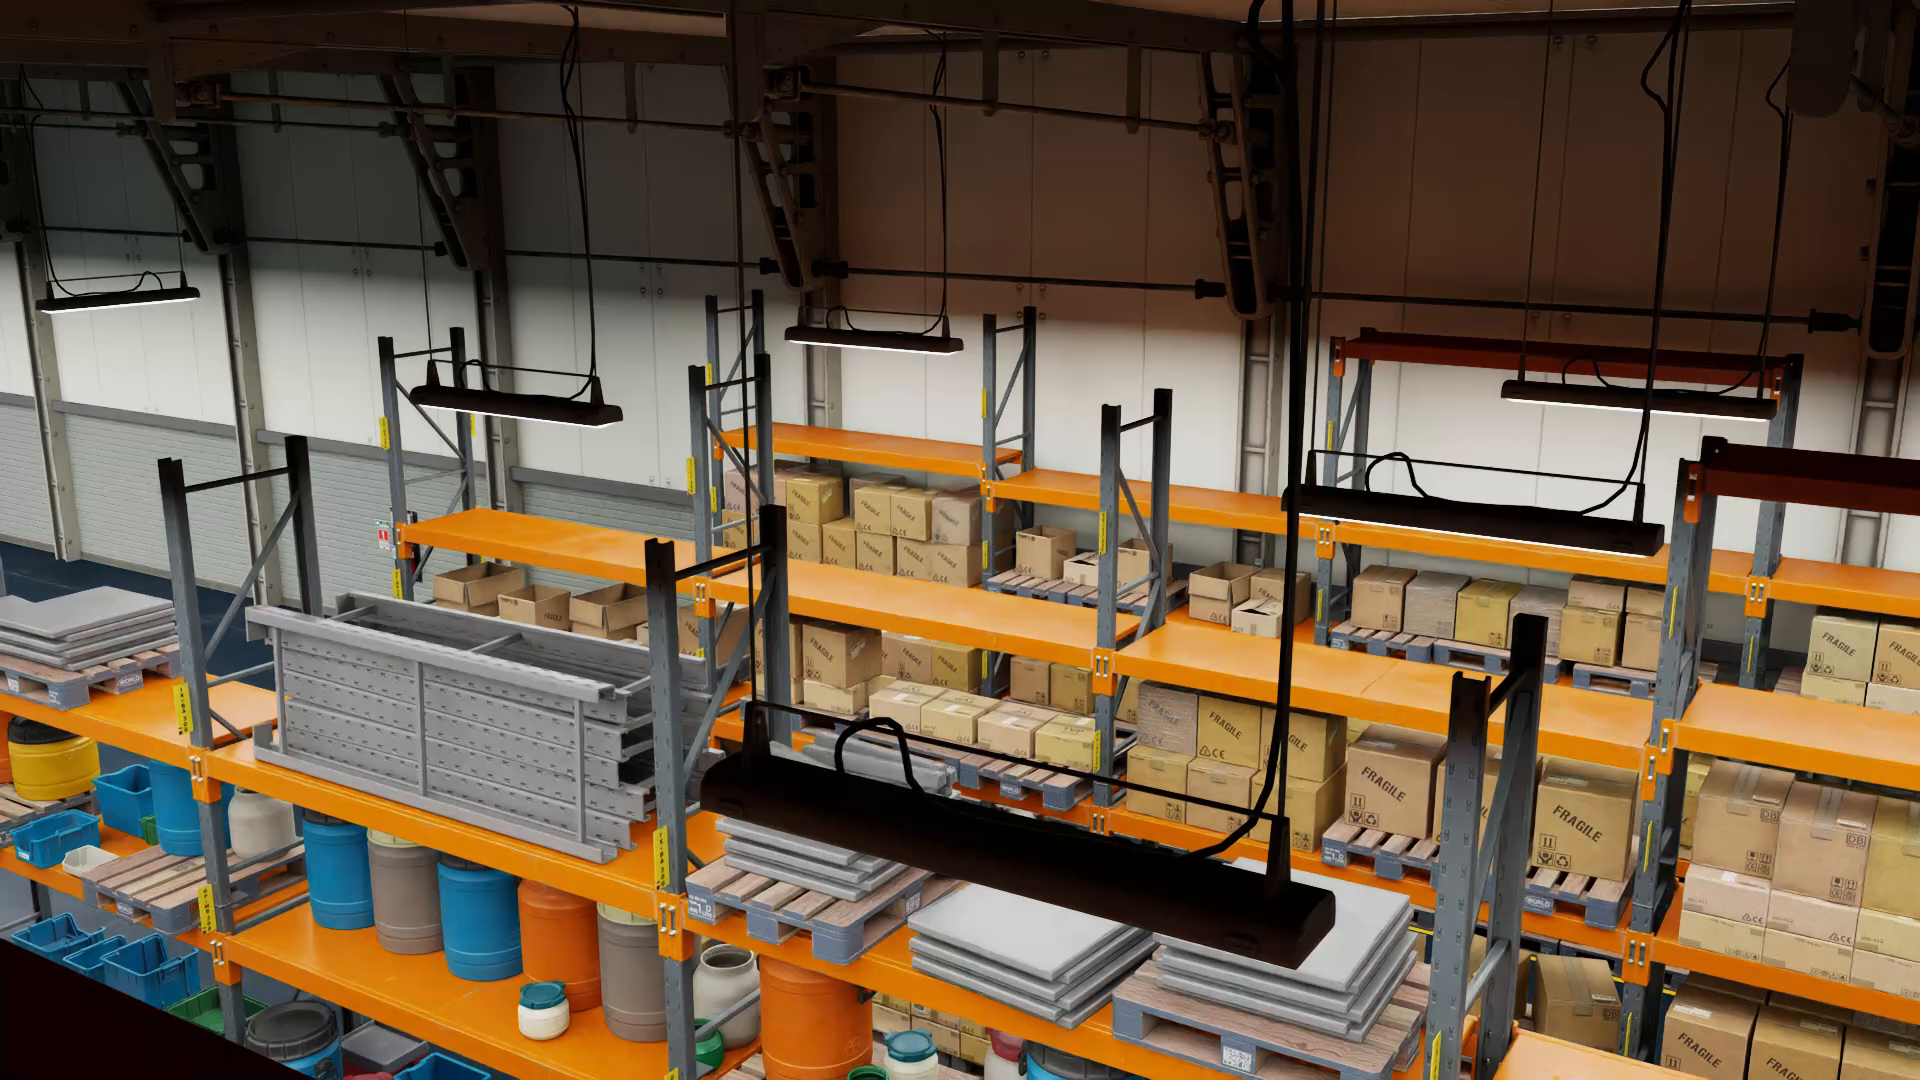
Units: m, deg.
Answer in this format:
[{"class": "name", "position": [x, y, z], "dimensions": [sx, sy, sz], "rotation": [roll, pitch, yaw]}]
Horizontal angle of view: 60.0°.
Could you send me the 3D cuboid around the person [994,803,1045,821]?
[{"class": "person", "position": [0.526, 2.981, 17.548], "dimensions": [1.079, 1.704, 0.578], "rotation": [6, 15, 22]}]
